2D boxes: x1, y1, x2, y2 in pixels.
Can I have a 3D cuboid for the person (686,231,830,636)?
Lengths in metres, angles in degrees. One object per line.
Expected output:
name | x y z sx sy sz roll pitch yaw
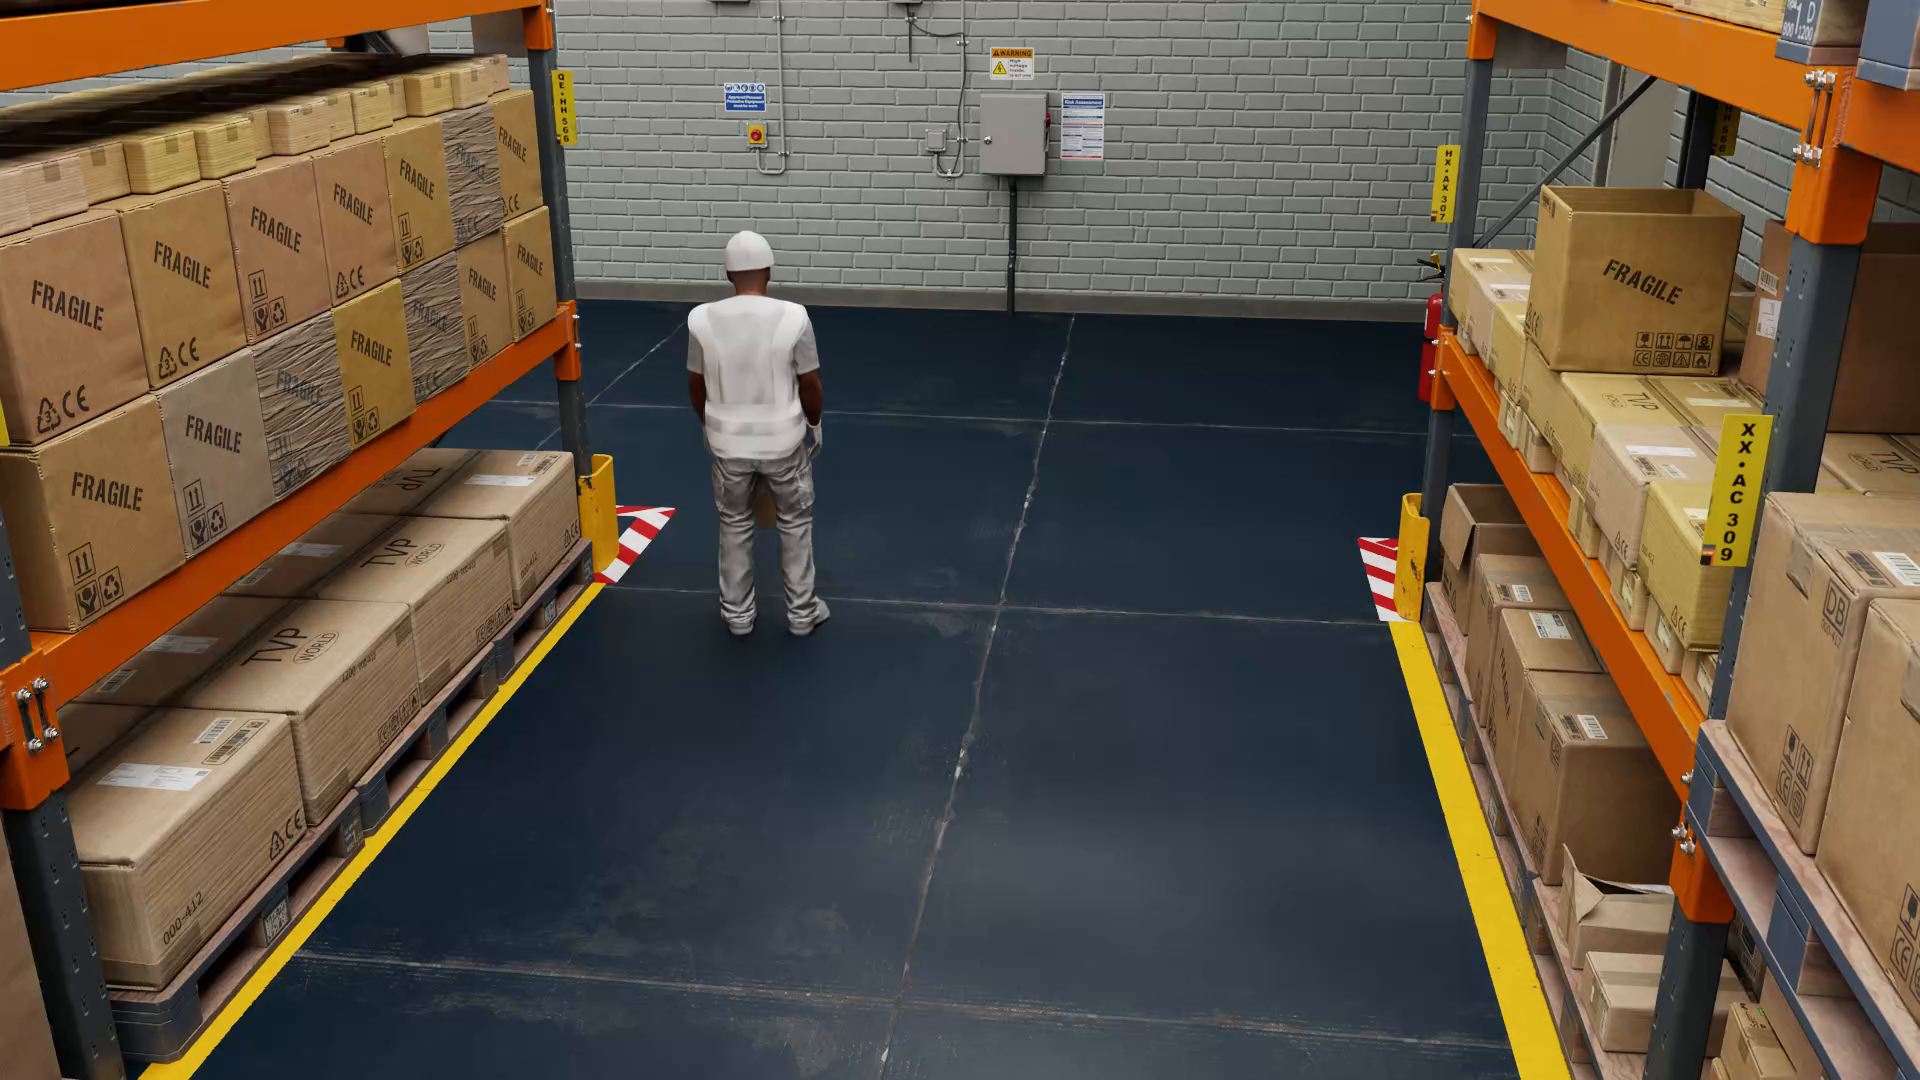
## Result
person | -0.874 -0.437 7.197 0.575 1.781 0.411 1 21 3
